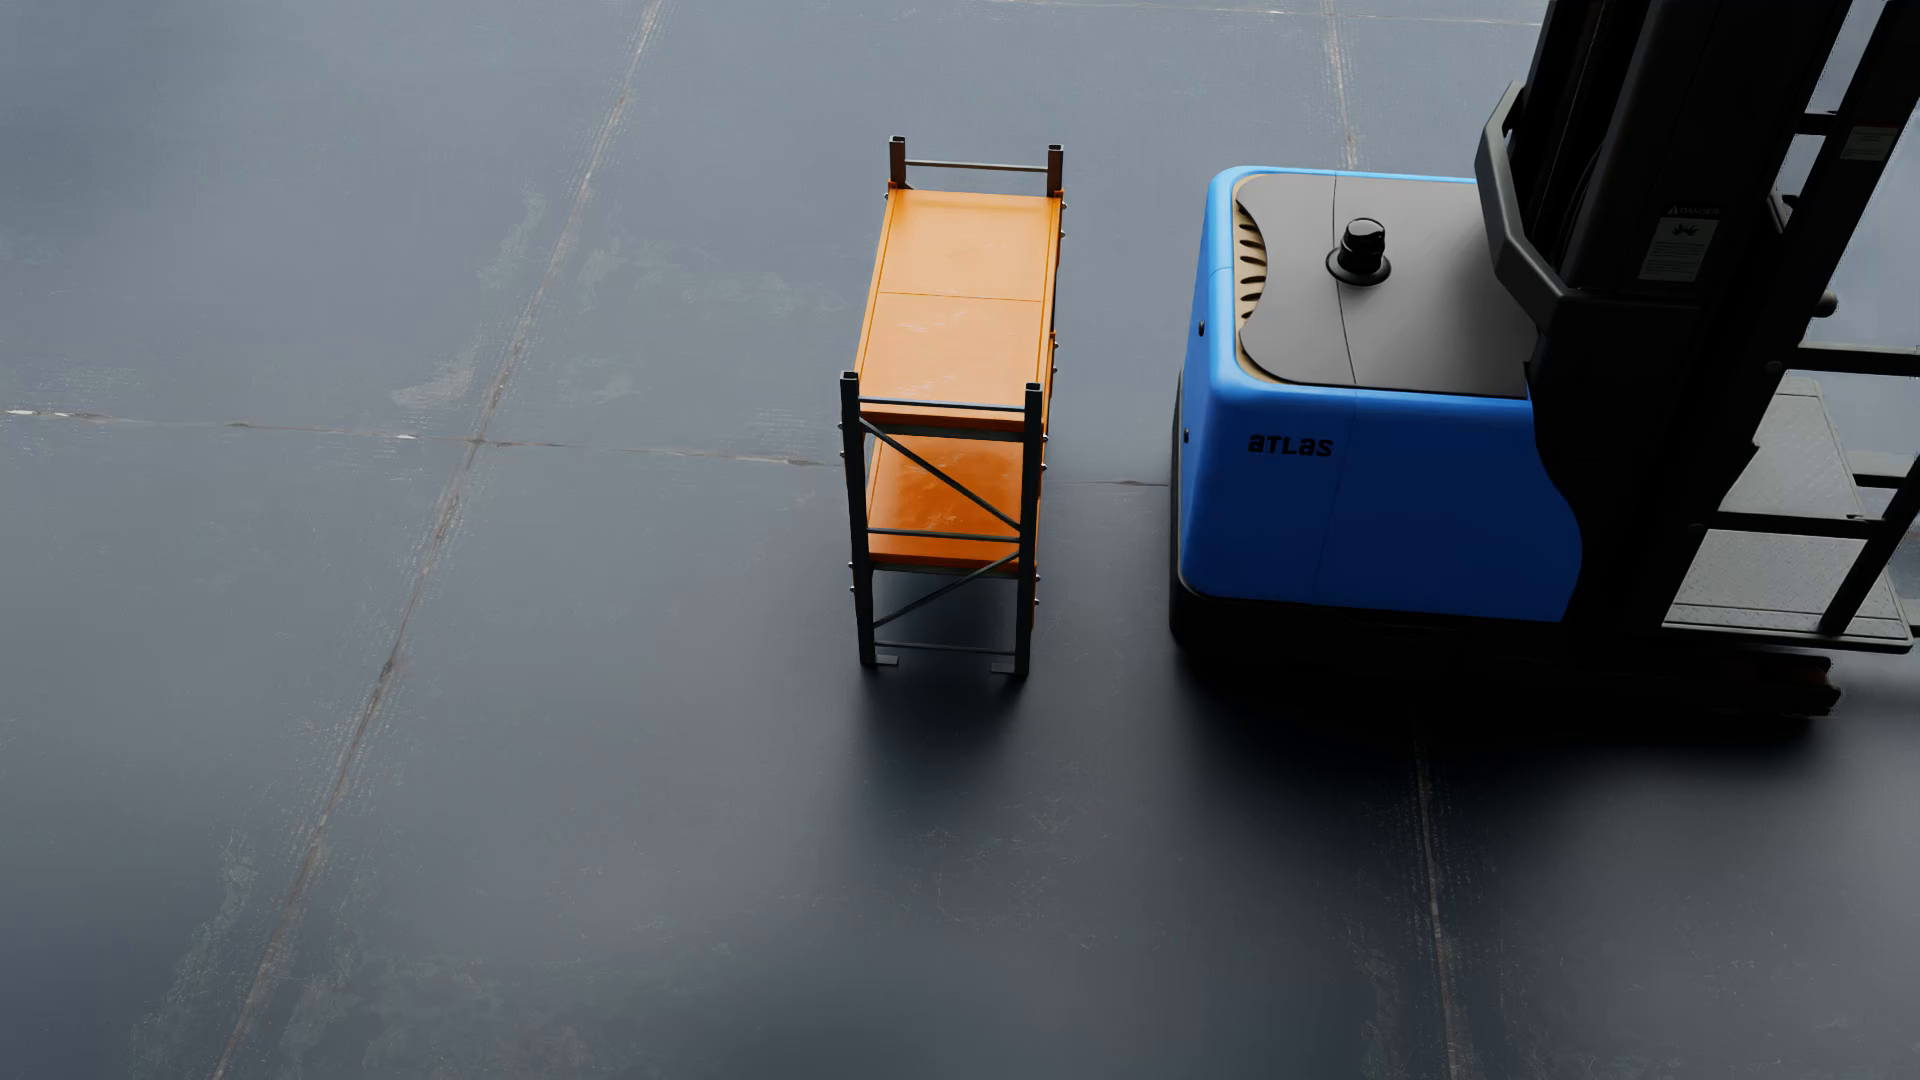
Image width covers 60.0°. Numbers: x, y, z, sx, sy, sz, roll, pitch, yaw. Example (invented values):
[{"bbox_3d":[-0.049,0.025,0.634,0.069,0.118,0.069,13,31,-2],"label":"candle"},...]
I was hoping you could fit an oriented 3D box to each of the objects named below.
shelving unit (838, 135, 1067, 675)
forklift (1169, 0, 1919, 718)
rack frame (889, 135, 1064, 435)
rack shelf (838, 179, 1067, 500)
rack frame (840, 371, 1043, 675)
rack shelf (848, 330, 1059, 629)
[{"bbox_3d":[0.001,-0.385,4.839,0.538,1.125,1.048,4,48,4],"label":"shelving unit"},{"bbox_3d":[2.169,-0.892,4.079,3.031,2.935,1.130,4,48,4],"label":"forklift"},{"bbox_3d":[0.047,-0.758,5.181,0.500,1.125,0.032,4,48,4],"label":"rack frame"},{"bbox_3d":[0.001,-0.582,4.623,0.538,0.278,1.000,4,48,4],"label":"rack shelf"},{"bbox_3d":[-0.046,-0.011,4.498,0.500,1.125,0.032,4,48,4],"label":"rack frame"},{"bbox_3d":[0.001,-0.220,5.020,0.538,0.278,1.000,4,48,4],"label":"rack shelf"}]
